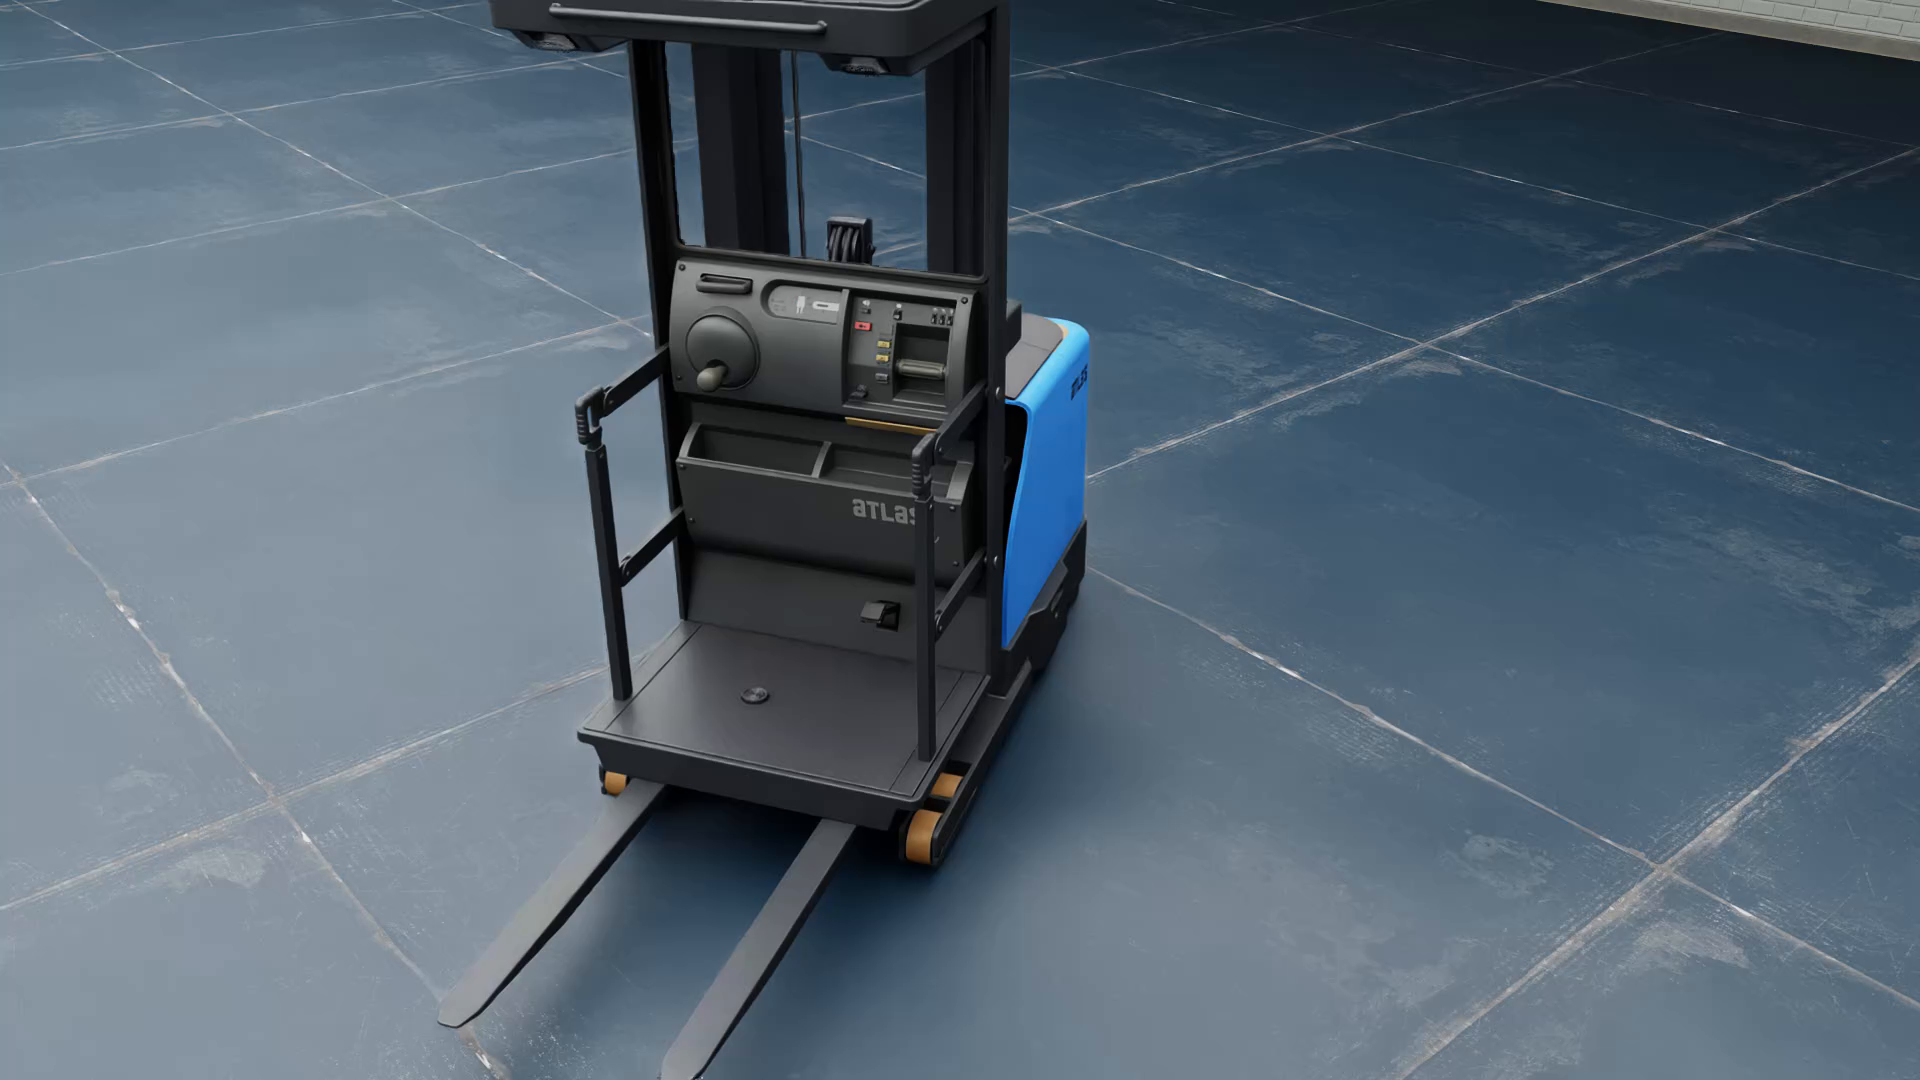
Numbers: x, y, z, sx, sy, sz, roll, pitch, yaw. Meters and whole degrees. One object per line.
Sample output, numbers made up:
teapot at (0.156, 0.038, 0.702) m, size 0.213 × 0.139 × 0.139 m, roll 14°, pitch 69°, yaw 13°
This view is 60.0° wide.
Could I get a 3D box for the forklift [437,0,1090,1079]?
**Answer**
forklift at (-0.479, -0.541, 4.653) m, size 1.130 × 2.935 × 3.031 m, roll 9°, pitch 29°, yaw 16°
